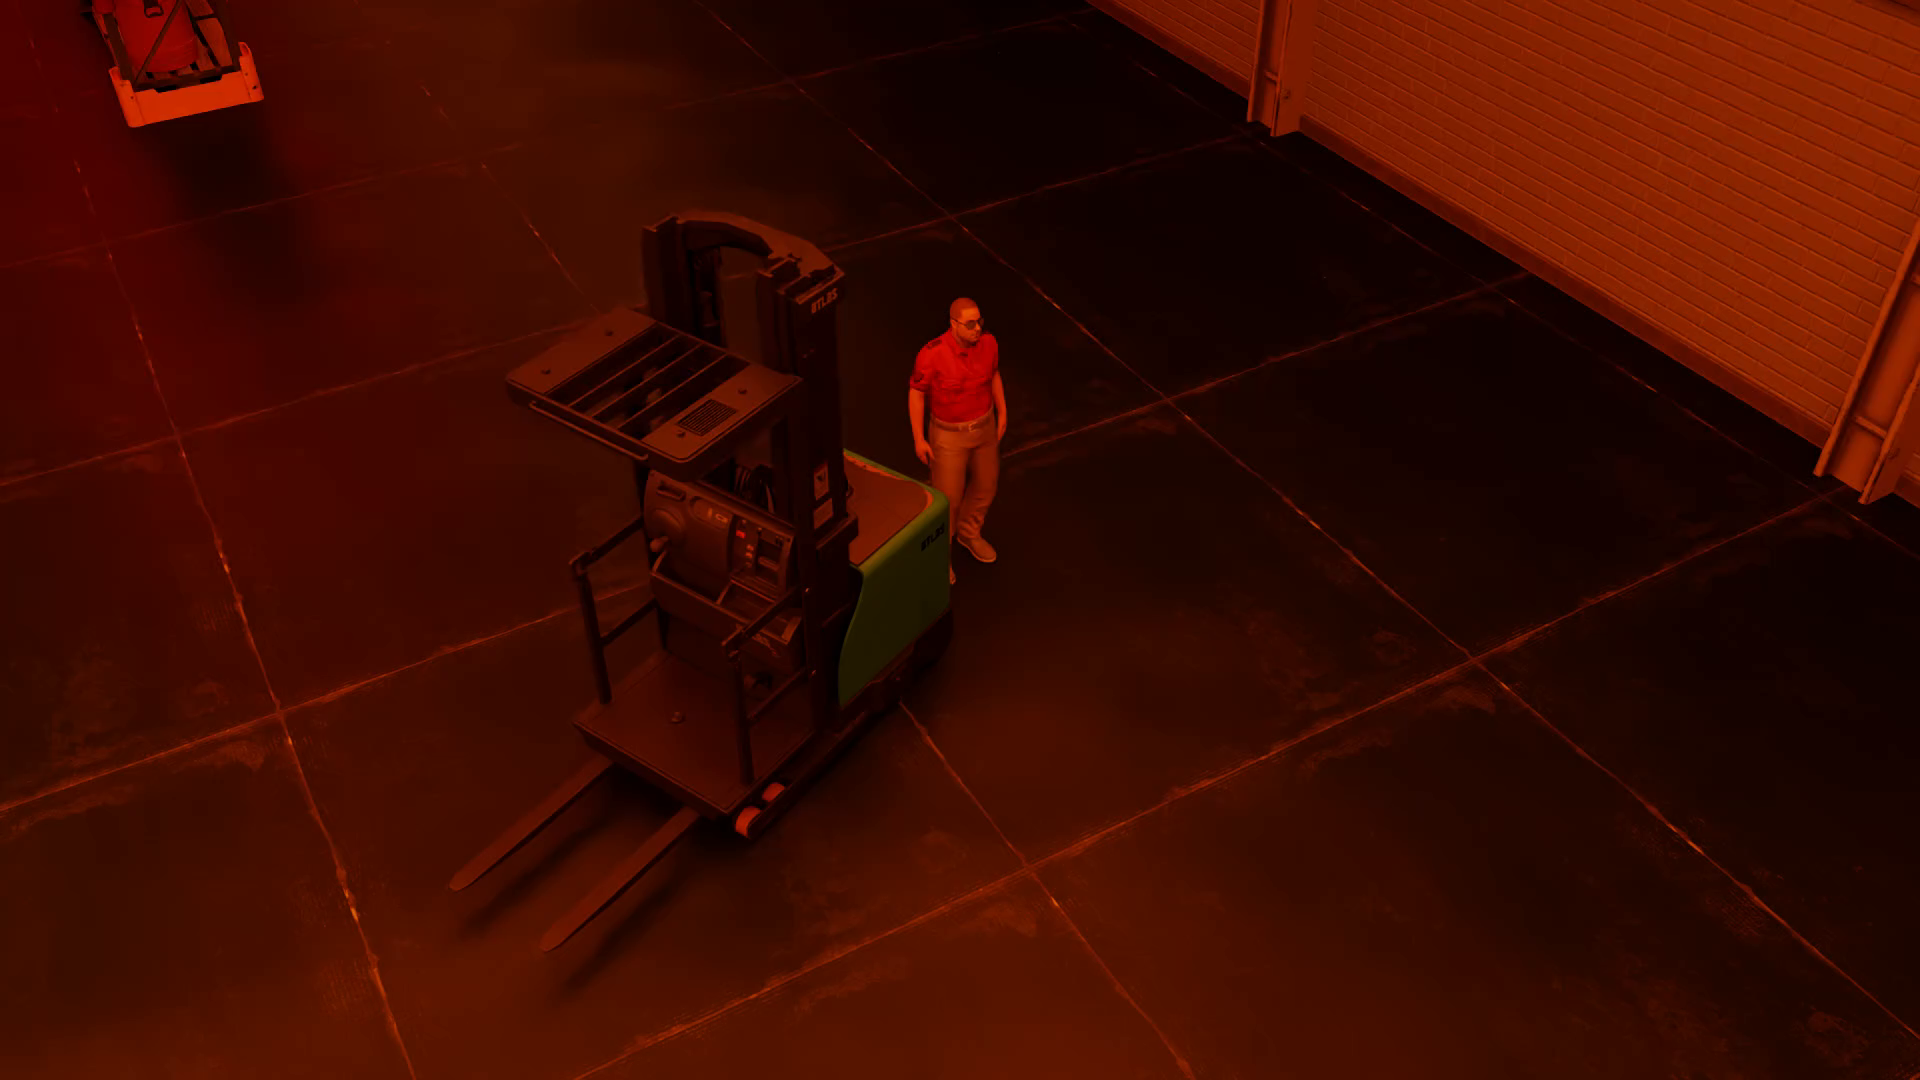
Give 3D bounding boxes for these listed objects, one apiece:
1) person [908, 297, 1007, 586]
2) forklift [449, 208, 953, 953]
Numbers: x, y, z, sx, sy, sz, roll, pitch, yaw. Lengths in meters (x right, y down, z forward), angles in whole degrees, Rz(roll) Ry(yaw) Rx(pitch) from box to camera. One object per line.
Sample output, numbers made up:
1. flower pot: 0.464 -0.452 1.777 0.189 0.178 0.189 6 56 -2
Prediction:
1. person: 0.042 -0.598 9.711 0.659 1.715 0.494 -22 44 -24
2. forklift: -1.307 0.041 7.987 1.130 2.935 3.031 24 46 27
